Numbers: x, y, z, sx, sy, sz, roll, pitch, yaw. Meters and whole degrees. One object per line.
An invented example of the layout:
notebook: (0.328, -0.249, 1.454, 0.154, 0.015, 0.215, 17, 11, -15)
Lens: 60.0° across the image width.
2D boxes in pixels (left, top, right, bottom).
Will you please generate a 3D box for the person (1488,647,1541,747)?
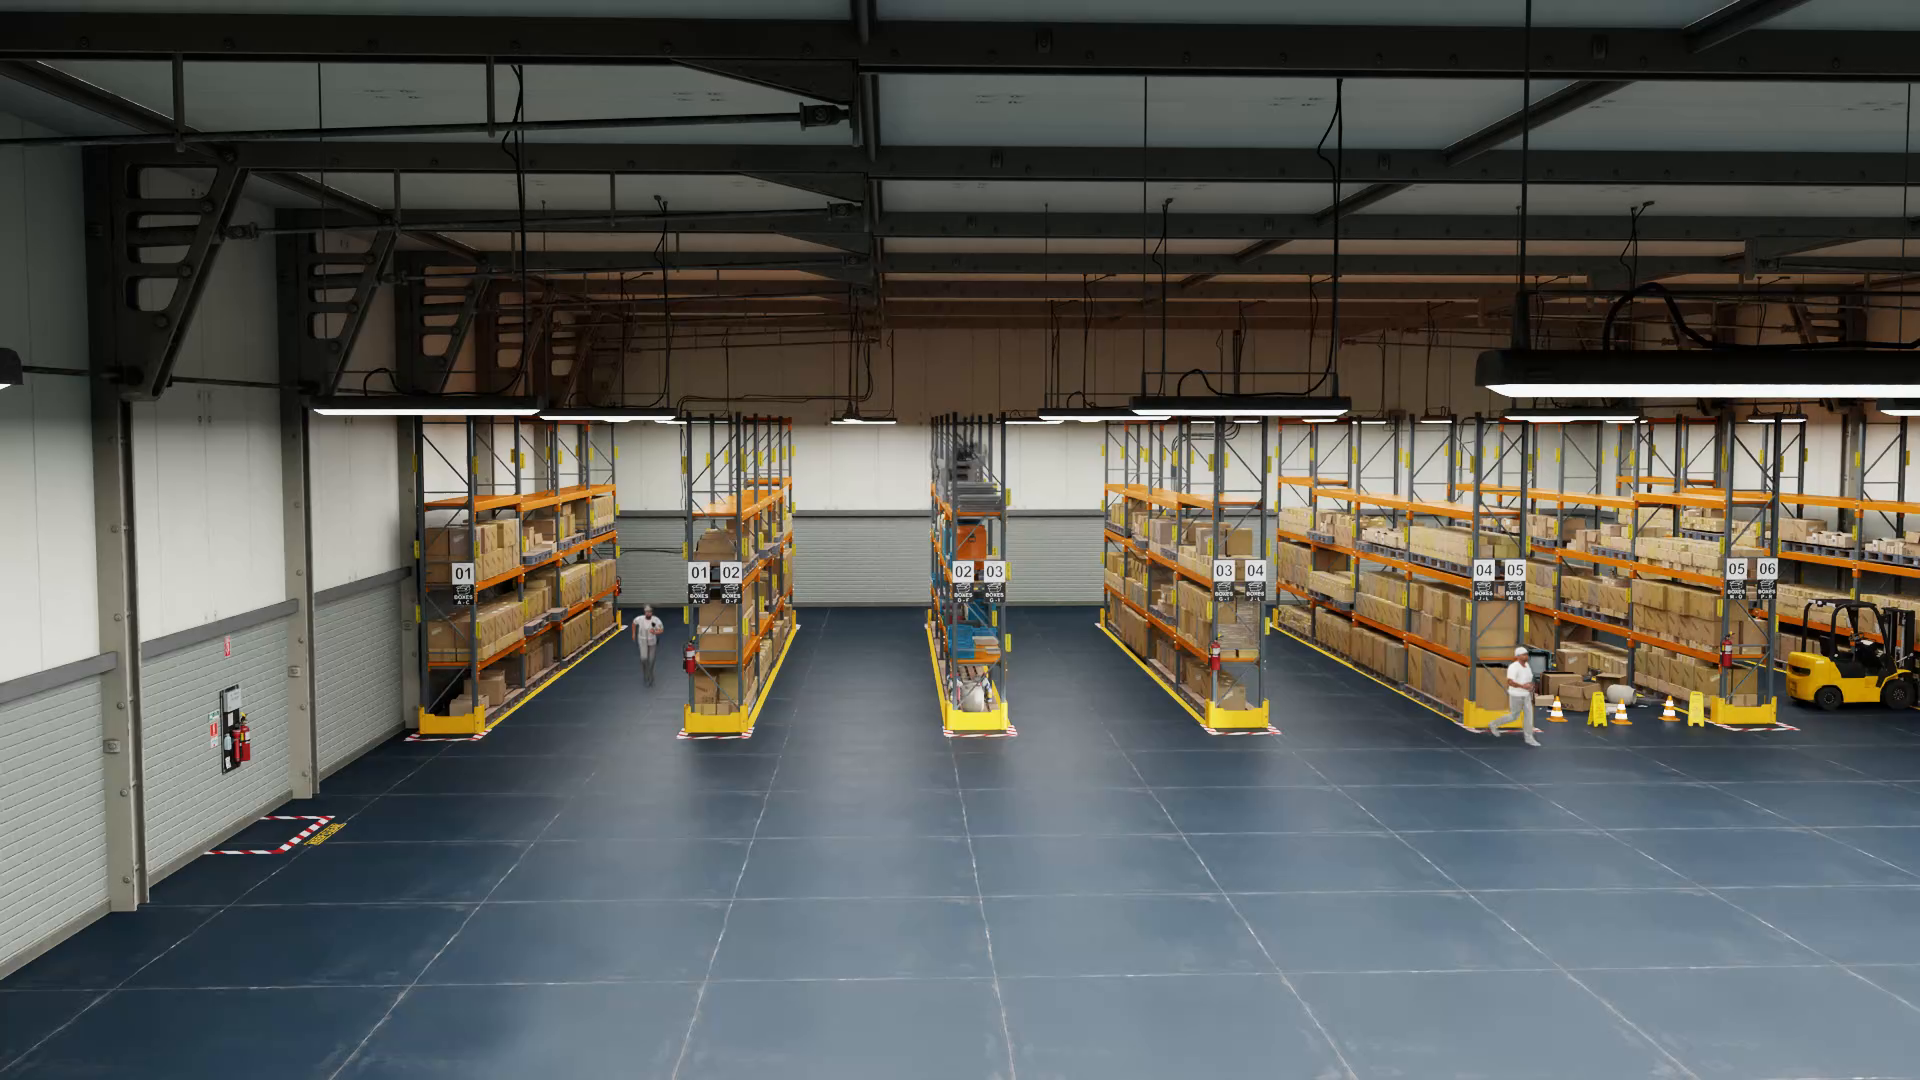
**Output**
person: (10.067, 2.803, 30.034, 0.709, 1.768, 0.952, -3, 5, -42)

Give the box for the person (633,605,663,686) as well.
person: (-6.947, 2.336, 37.037, 0.686, 1.825, 0.860, -1, 4, -9)
